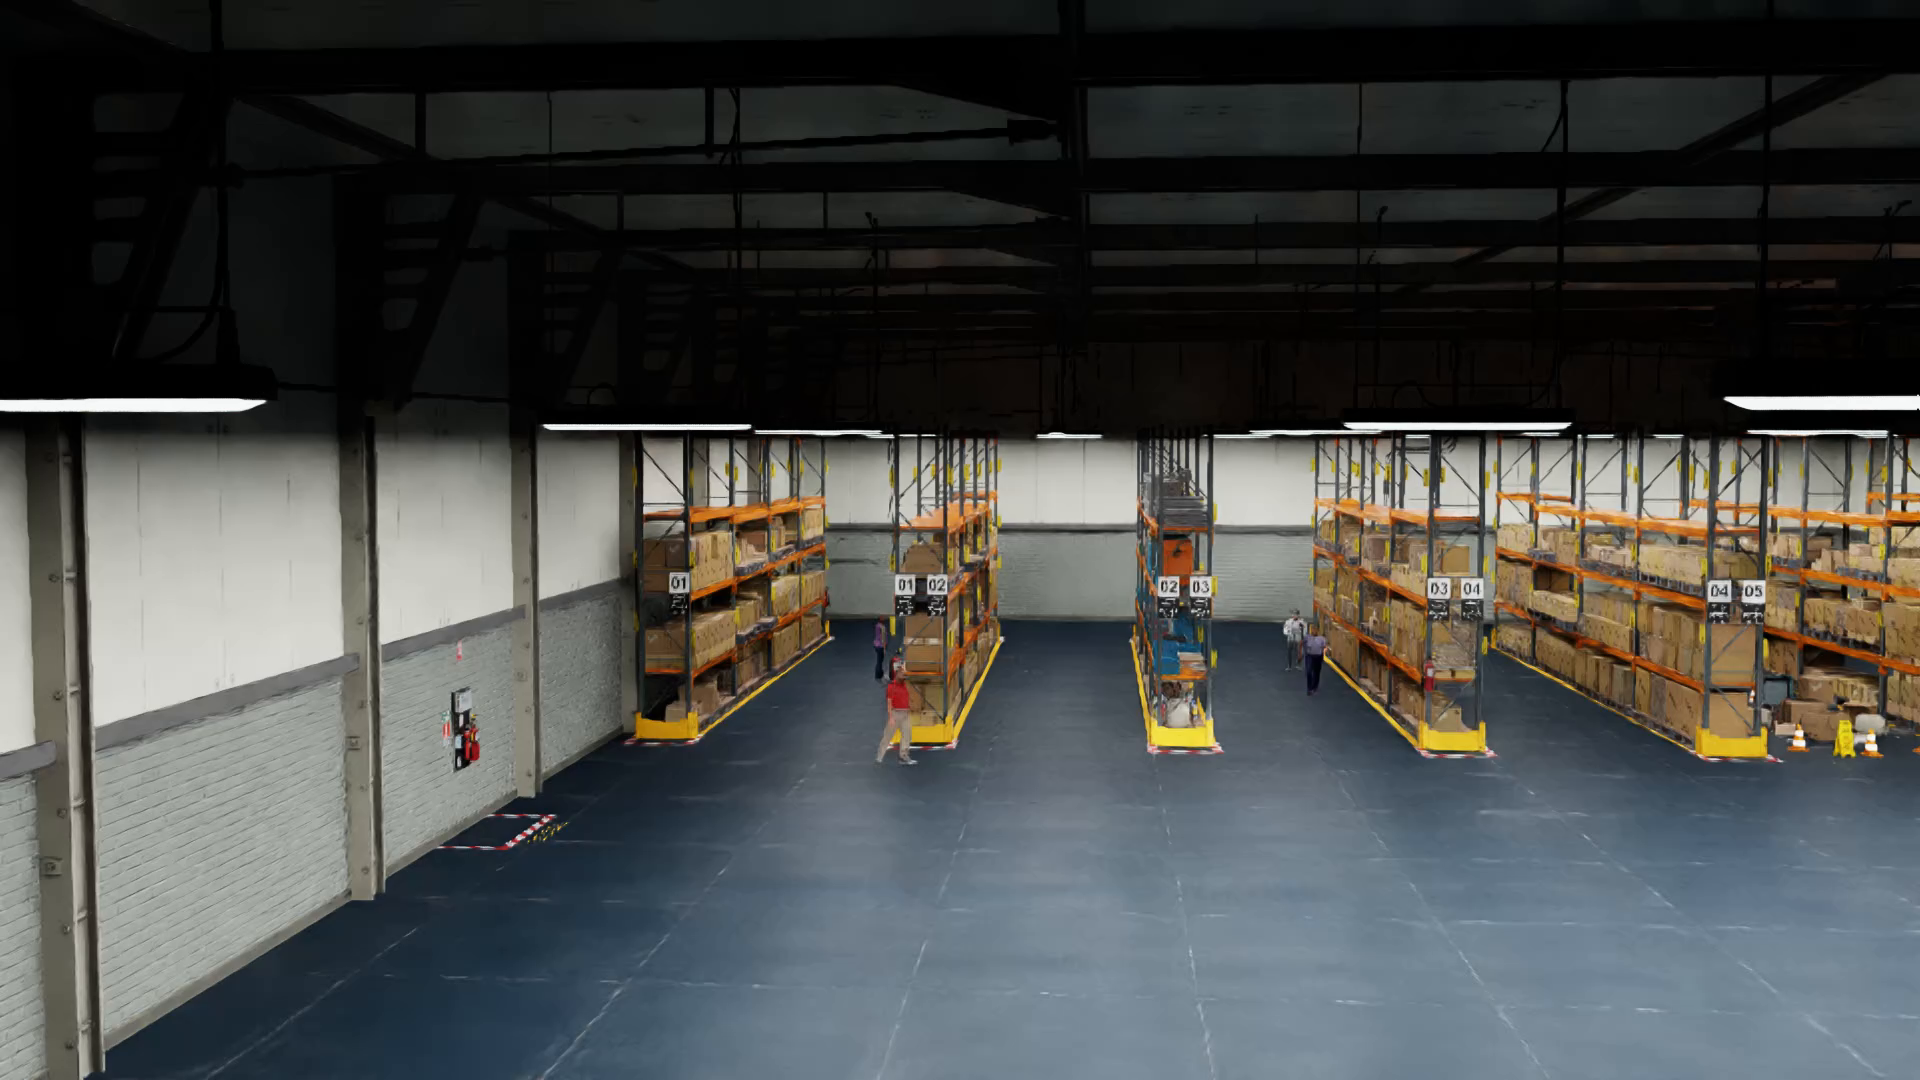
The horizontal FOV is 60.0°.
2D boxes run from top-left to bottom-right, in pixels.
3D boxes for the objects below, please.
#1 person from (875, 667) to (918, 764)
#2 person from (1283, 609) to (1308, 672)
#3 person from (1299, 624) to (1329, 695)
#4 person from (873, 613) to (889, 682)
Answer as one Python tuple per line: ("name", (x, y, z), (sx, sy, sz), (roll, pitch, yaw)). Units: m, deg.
("person", (-1.117, 3.099, 29.401), (0.699, 1.712, 0.708), (2, 4, 33))
("person", (8.241, 2.471, 40.885), (0.613, 1.596, 0.854), (1, 3, 11))
("person", (8.002, 2.675, 37.600), (0.628, 1.573, 0.850), (0, 3, 1))
("person", (-1.852, 2.542, 39.494), (0.456, 1.606, 0.559), (-2, 4, -25))
